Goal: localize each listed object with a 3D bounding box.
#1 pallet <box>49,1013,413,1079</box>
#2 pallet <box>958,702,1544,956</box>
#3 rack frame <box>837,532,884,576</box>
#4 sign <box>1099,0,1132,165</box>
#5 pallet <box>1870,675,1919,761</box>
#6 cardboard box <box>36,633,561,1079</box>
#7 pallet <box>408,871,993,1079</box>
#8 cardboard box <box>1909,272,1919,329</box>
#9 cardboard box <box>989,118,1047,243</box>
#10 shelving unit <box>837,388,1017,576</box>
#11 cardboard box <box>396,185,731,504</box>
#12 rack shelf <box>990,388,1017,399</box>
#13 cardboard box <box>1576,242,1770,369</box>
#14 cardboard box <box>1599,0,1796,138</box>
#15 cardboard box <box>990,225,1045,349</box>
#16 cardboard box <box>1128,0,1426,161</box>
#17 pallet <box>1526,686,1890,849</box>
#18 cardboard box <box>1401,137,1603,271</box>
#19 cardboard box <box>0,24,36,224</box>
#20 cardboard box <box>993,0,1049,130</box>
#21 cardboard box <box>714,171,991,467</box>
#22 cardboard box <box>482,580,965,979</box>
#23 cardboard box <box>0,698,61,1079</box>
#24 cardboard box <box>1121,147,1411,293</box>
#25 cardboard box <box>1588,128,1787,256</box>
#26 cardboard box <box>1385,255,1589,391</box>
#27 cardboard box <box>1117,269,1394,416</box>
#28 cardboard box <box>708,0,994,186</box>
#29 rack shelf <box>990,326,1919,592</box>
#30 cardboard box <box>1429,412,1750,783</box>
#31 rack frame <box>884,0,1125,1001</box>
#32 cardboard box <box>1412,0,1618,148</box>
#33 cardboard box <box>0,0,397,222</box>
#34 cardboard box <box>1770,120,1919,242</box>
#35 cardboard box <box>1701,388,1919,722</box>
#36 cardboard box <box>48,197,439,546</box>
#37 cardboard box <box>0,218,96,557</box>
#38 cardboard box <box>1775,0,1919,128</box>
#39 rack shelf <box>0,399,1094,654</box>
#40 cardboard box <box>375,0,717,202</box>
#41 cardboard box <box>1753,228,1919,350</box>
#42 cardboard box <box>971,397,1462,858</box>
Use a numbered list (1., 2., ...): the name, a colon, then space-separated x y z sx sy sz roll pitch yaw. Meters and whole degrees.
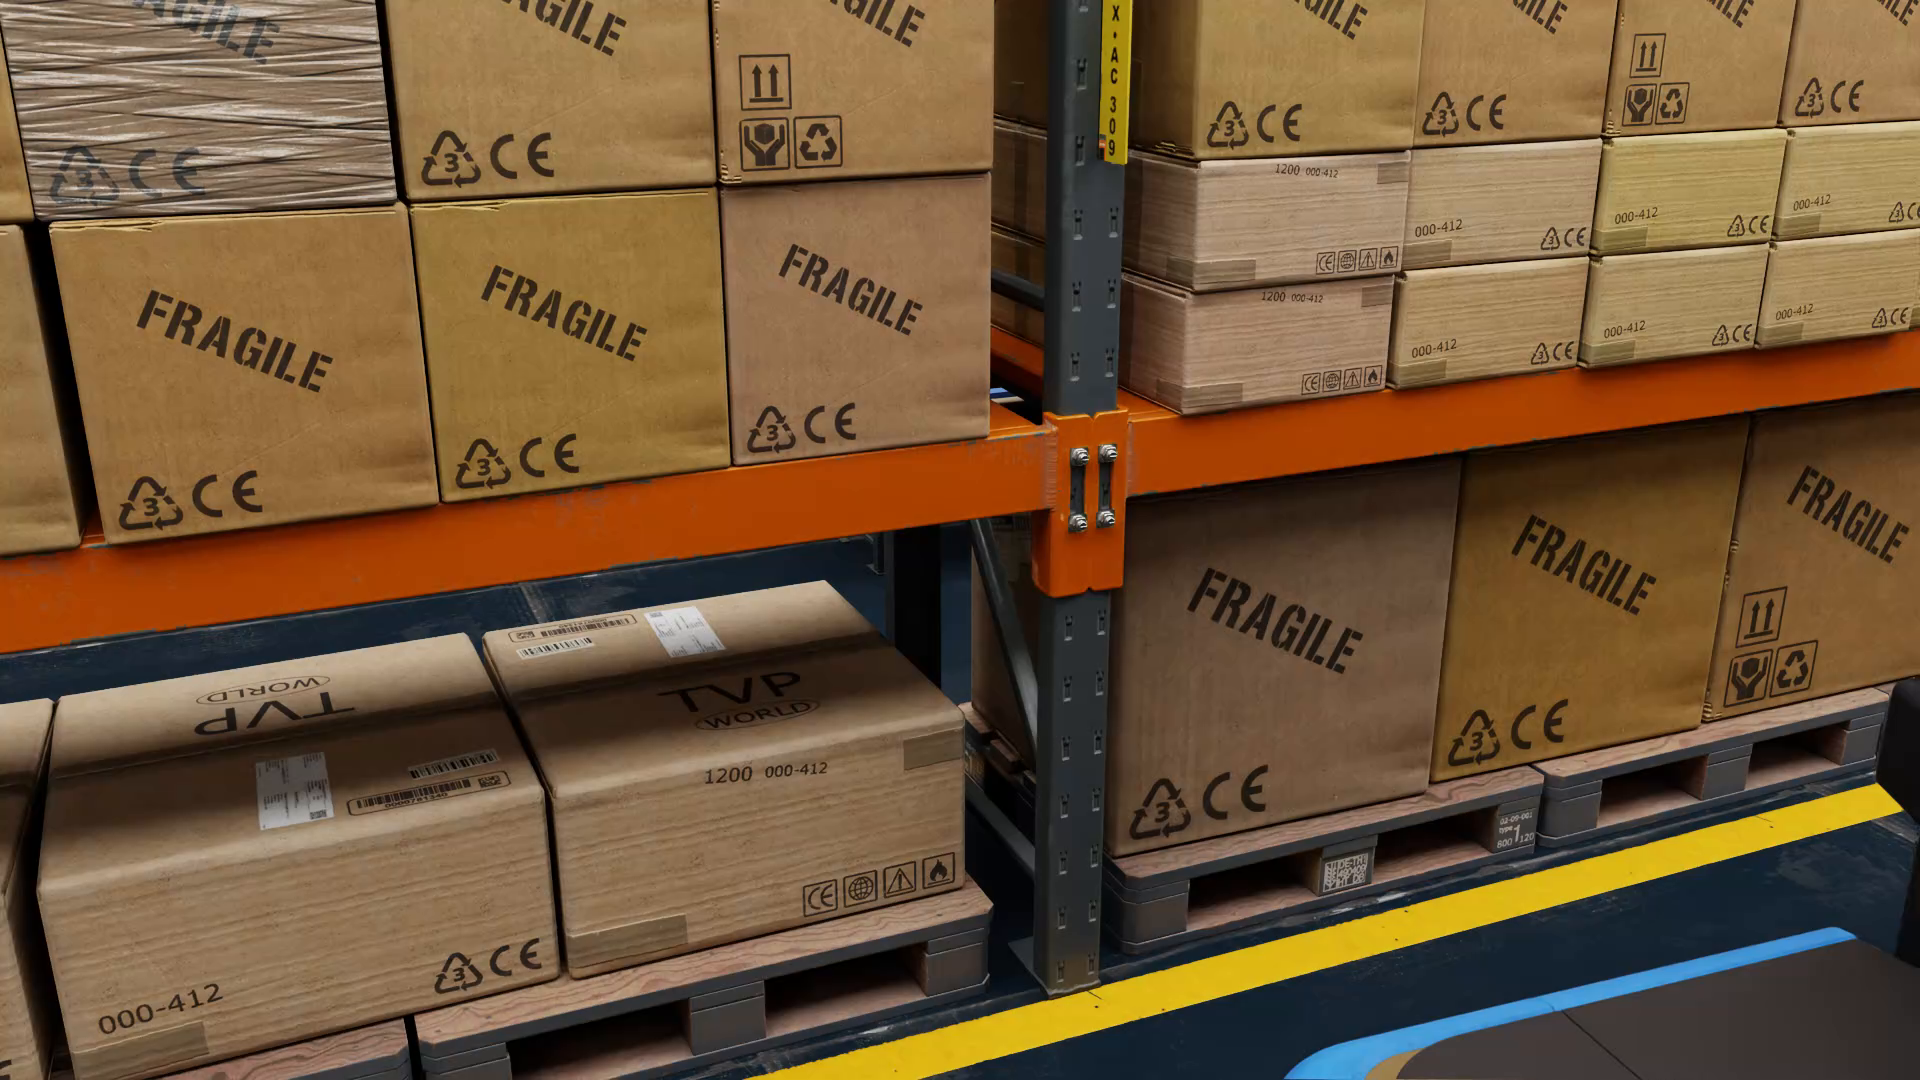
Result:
1. pallet: -1.795 0.989 3.395 1.213 0.211 1.003 -8 21 -22
2. pallet: 0.735 0.627 4.425 1.213 0.211 1.003 -8 21 -22
3. rack frame: -0.388 -0.652 6.115 0.032 1.500 0.500 -8 21 -22
4. sign: 0.278 -0.841 2.971 0.005 0.325 0.100 -8 21 -22
5. pallet: 2.975 0.306 5.336 1.213 0.211 1.003 -8 21 -22
6. cardboard box: -1.384 0.614 3.487 0.875 0.438 0.875 -9 21 -24
7. pallet: -0.673 0.827 3.855 1.213 0.211 1.003 -8 21 -22
8. cardboard box: 2.436 -0.741 4.335 0.500 0.250 0.500 -8 21 -22
9. cardboard box: 0.365 -0.861 3.925 0.500 0.250 0.500 -8 21 -22
10. shelving unit: 0.078 -0.719 6.305 1.048 1.500 0.538 -8 21 -22
11. cardboard box: -0.738 -0.403 3.000 0.500 0.500 0.500 -9 21 -23
12. rack shelf: 0.078 -0.549 6.365 1.000 0.185 0.538 -8 21 -22
13. cardboard box: 1.516 -0.602 3.941 0.500 0.250 0.500 -8 21 -22
14. cardboard box: 1.492 -1.194 3.740 0.500 0.500 0.500 -9 21 -23
15. cardboard box: 0.368 -0.629 4.019 0.500 0.250 0.500 -9 21 -23
16. cardboard box: 0.574 -1.053 3.341 0.500 0.500 0.500 -8 21 -21
17. pallet: 1.857 0.465 4.884 1.213 0.211 1.003 -8 21 -22
18. cardboard box: 1.040 -0.778 3.689 0.500 0.250 0.500 -8 21 -21
19. cardboard box: -1.664 -0.739 2.449 0.500 0.500 0.500 -8 21 -22
20. cardboard box: 0.367 -1.218 3.810 0.500 0.500 0.500 -7 21 -20
21. cardboard box: -0.268 -0.472 3.197 0.500 0.500 0.500 -8 21 -21
22. cardboard box: -0.563 0.496 3.822 0.875 0.438 0.875 -8 21 -23
23. cardboard box: -2.213 0.732 3.152 0.875 0.438 0.875 -8 21 -20
24. cardboard box: 0.572 -0.701 3.470 0.500 0.250 0.500 -9 21 -23
25. cardboard box: 1.514 -0.837 3.855 0.500 0.250 0.500 -8 21 -21
26. cardboard box: 1.040 -0.539 3.763 0.500 0.250 0.500 -9 21 -23
27. cardboard box: 0.565 -0.471 3.569 0.500 0.250 0.500 -9 21 -23
28. cardboard box: -0.267 -0.937 3.010 0.500 0.500 0.500 -8 21 -22
29. rack shelf: 1.893 -0.488 4.475 4.000 0.370 1.077 -8 21 -22
30. cardboard box: 1.420 0.013 4.536 0.875 0.875 0.875 -8 21 -20
31. rack frame: 0.056 -0.564 3.608 0.127 3.000 1.000 -8 21 -22
32. cardboard box: 1.030 -1.129 3.555 0.500 0.500 0.500 -8 21 -22
33. cardboard box: -1.200 -0.803 2.629 0.500 0.500 0.500 -8 21 -21
34. cardboard box: 1.977 -0.904 4.045 0.500 0.250 0.500 -9 21 -24
35. cardboard box: 2.241 -0.105 4.870 0.875 0.875 0.875 -8 21 -21
36. cardboard box: -1.194 -0.332 2.799 0.500 0.500 0.500 -8 21 -23
37. cardboard box: -1.681 -0.268 2.617 0.500 0.500 0.500 -7 21 -20
38. cardboard box: 1.964 -1.264 3.939 0.500 0.500 0.500 -9 21 -23
39. rack shelf: -1.780 0.038 2.980 4.000 0.370 1.077 -8 21 -22
40. cardboard box: -0.737 -0.872 2.827 0.500 0.500 0.500 -8 21 -23
41. cardboard box: 1.979 -0.665 4.120 0.500 0.250 0.500 -9 21 -23
42. cardboard box: 0.594 0.134 4.192 0.875 0.875 0.875 -7 21 -20
